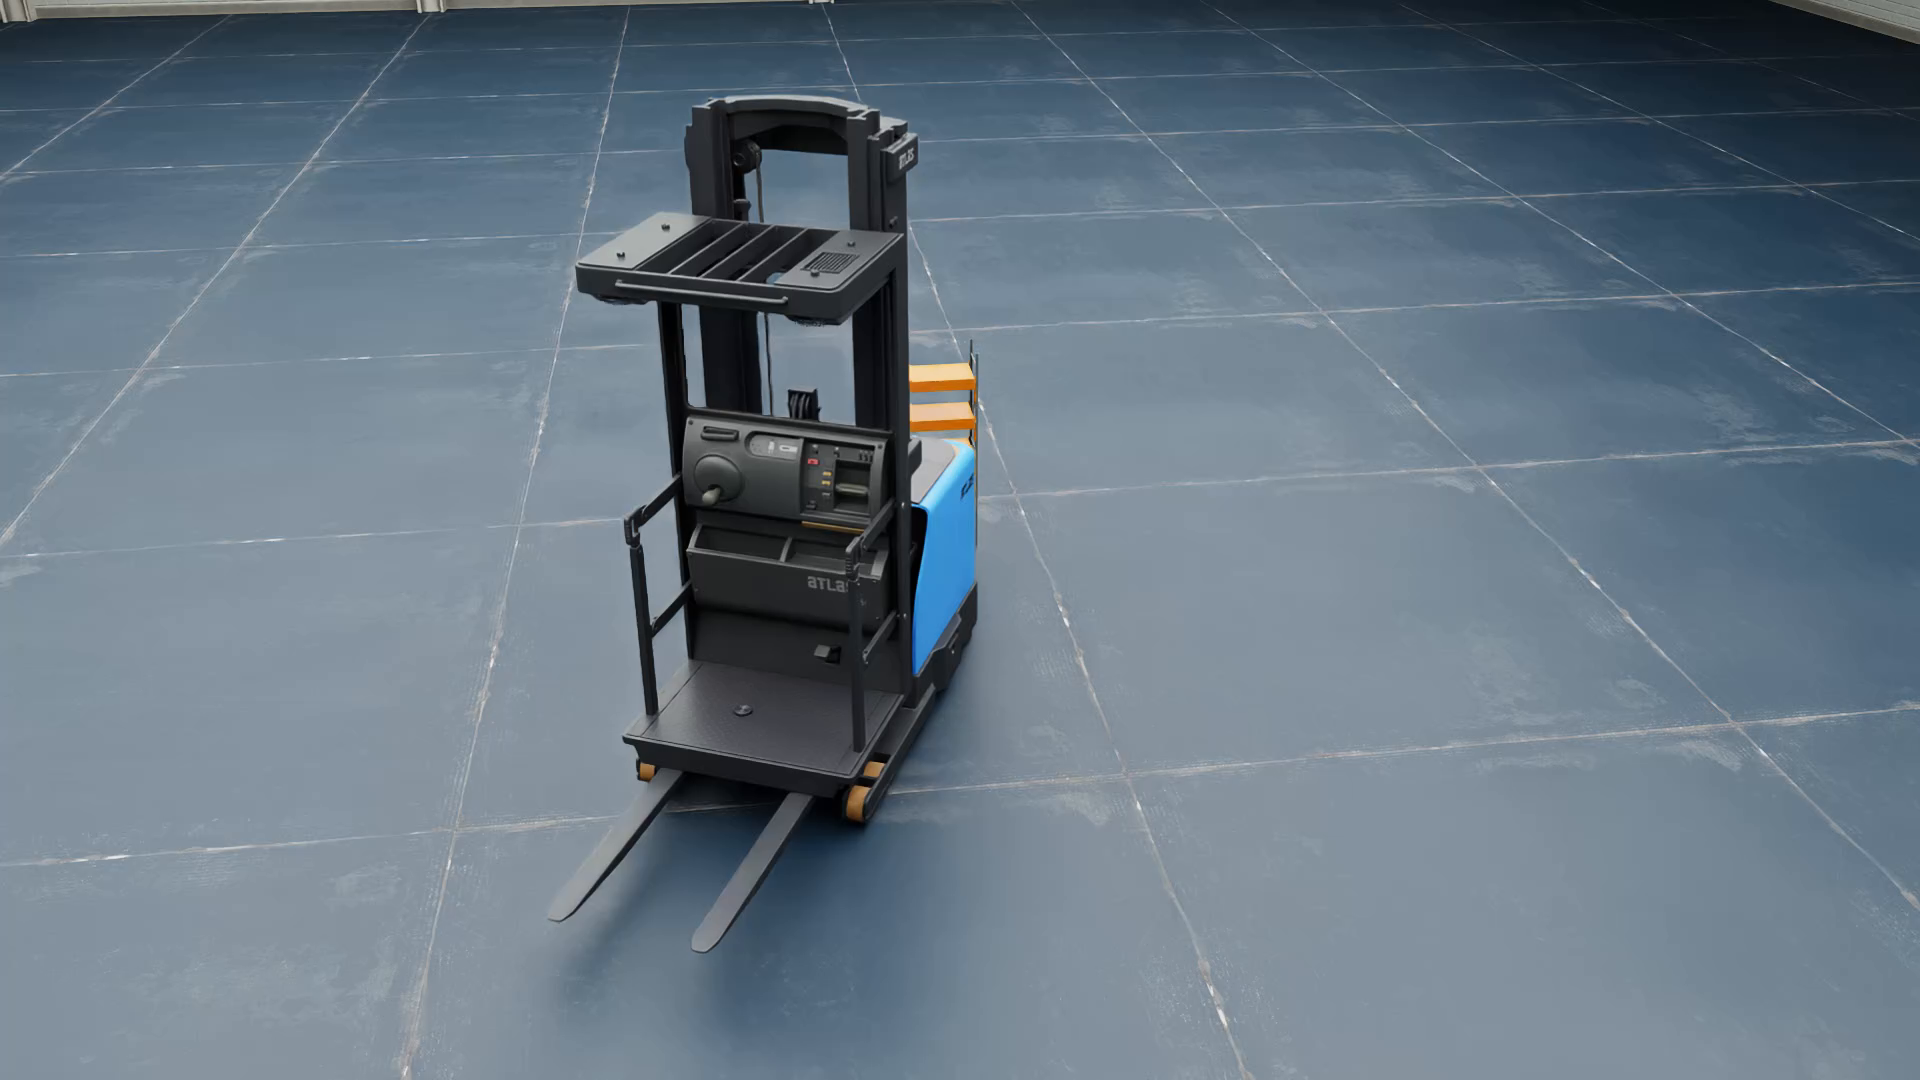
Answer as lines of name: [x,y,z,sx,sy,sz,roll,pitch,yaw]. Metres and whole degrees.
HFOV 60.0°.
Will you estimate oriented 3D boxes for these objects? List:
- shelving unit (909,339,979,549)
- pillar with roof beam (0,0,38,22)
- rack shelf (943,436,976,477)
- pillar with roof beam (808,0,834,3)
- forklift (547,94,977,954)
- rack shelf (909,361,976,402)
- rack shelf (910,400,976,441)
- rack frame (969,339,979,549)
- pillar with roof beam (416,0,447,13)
shelving unit: [-0.164,-0.523,9.456,0.503,1.200,0.258,-4,27,-7]
pillar with roof beam: [-13.490,-9.854,19.098,0.400,9.000,9.100,-4,27,-7]
rack shelf: [-0.164,-0.463,9.486,0.480,0.148,0.258,-4,27,-7]
pillar with roof beam: [-1.607,-10.617,20.585,0.400,9.000,9.100,-4,27,-7]
forklift: [-0.831,-0.261,7.048,1.130,2.935,3.031,8,28,15]
rack shelf: [-0.164,-0.873,9.276,0.480,0.148,0.258,-4,27,-7]
rack shelf: [-0.164,-0.662,9.384,0.480,0.148,0.258,-4,27,-7]
rack frame: [0.078,-0.539,9.486,0.015,1.200,0.240,-4,27,-7]
pillar with roof beam: [-7.548,-10.236,19.842,0.400,9.000,9.100,-4,27,-7]
